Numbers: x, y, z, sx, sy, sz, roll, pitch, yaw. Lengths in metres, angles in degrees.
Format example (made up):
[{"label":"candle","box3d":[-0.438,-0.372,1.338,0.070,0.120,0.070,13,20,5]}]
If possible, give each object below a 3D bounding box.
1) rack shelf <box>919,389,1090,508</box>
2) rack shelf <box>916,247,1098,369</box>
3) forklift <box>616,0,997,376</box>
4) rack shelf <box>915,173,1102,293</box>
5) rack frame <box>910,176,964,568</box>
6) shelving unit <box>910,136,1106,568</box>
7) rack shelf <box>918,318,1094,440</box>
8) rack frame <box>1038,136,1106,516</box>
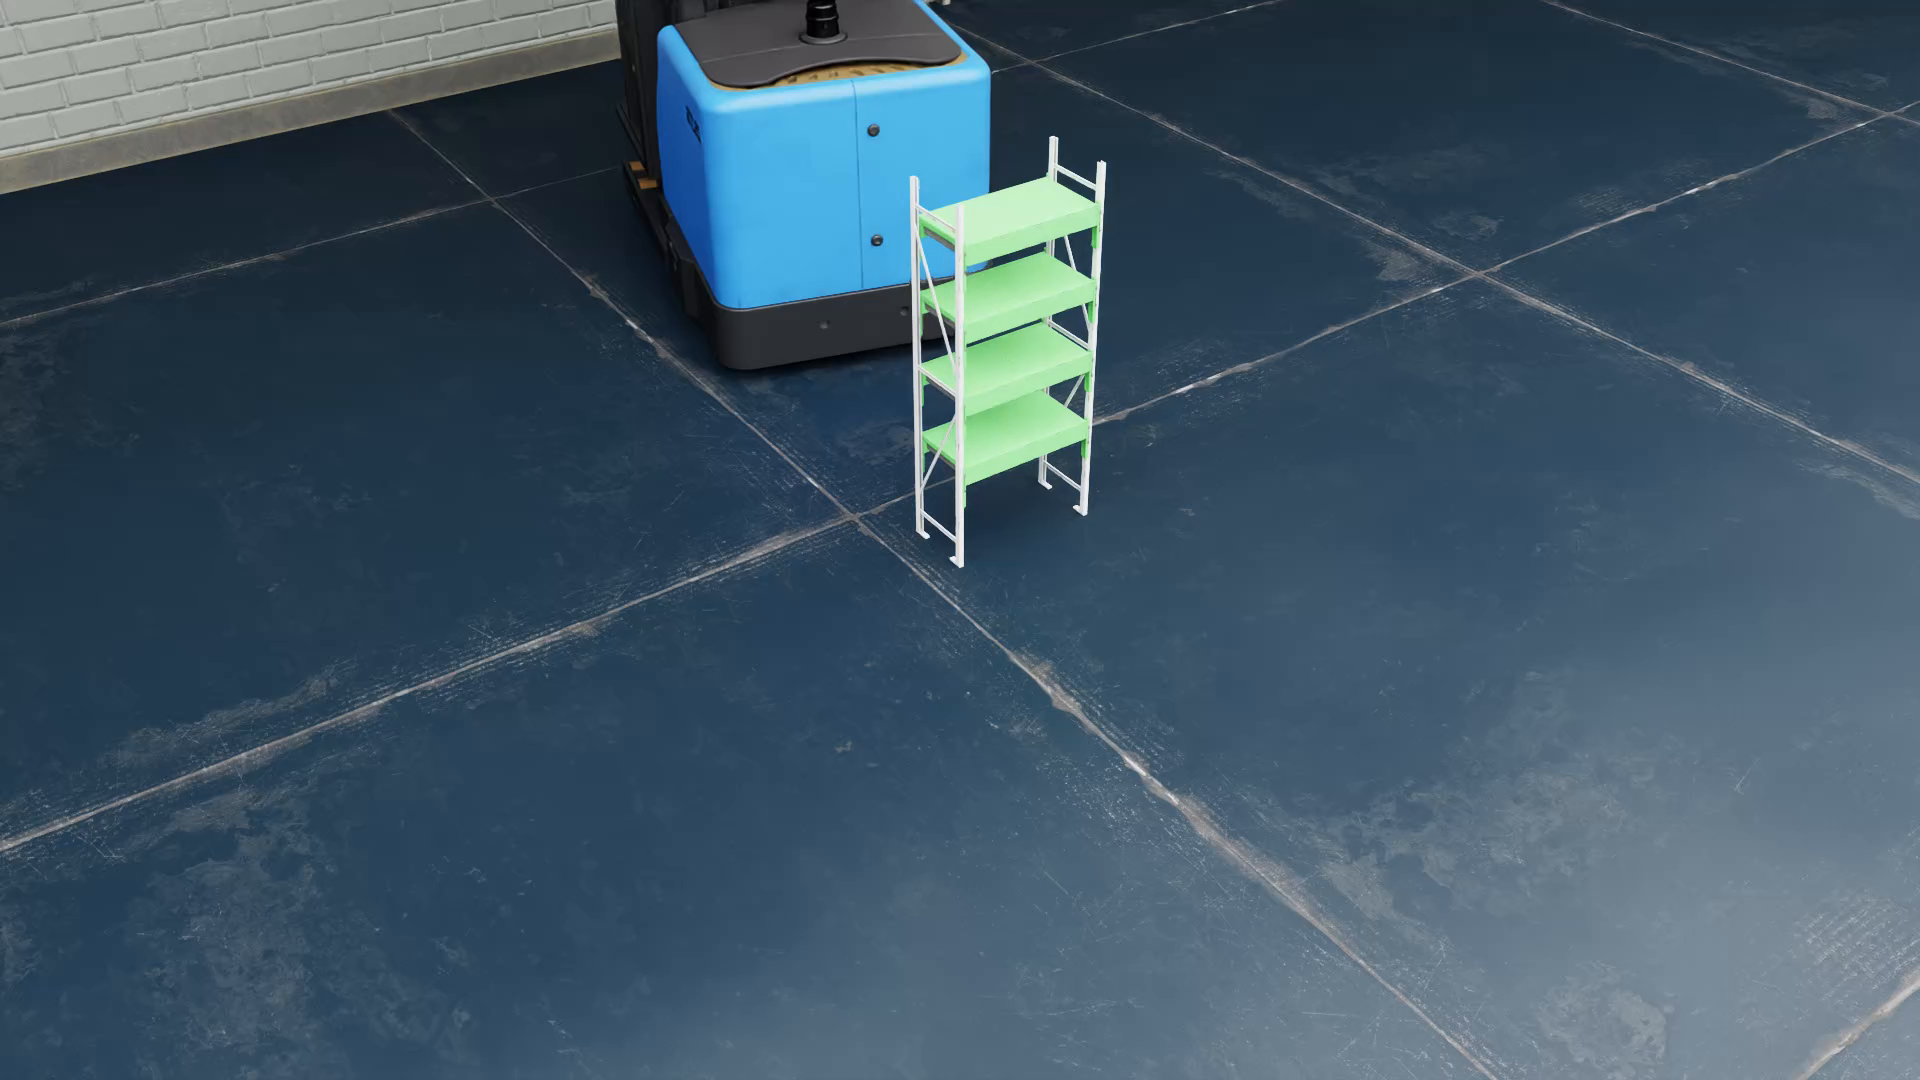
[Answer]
[{"label":"rack shelf","box3d":[0.135,-0.296,5.155,0.480,0.148,0.258,-22,41,-28]},{"label":"rack shelf","box3d":[0.135,-0.686,4.874,0.480,0.148,0.258,-22,41,-28]},{"label":"forklift","box3d":[-0.834,-2.636,6.405,1.130,2.935,3.031,-12,37,-16]},{"label":"rack shelf","box3d":[0.135,-0.881,4.734,0.480,0.148,0.258,-22,41,-28]},{"label":"rack frame","box3d":[-0.064,-0.461,4.863,0.015,1.200,0.240,-22,41,-28]},{"label":"shelving unit","box3d":[0.135,-0.543,4.977,0.503,1.200,0.258,-22,41,-28]},{"label":"rack shelf","box3d":[0.135,-0.491,5.014,0.480,0.148,0.258,-22,41,-28]},{"label":"rack frame","box3d":[0.335,-0.625,5.091,0.015,1.200,0.240,-22,41,-28]}]
